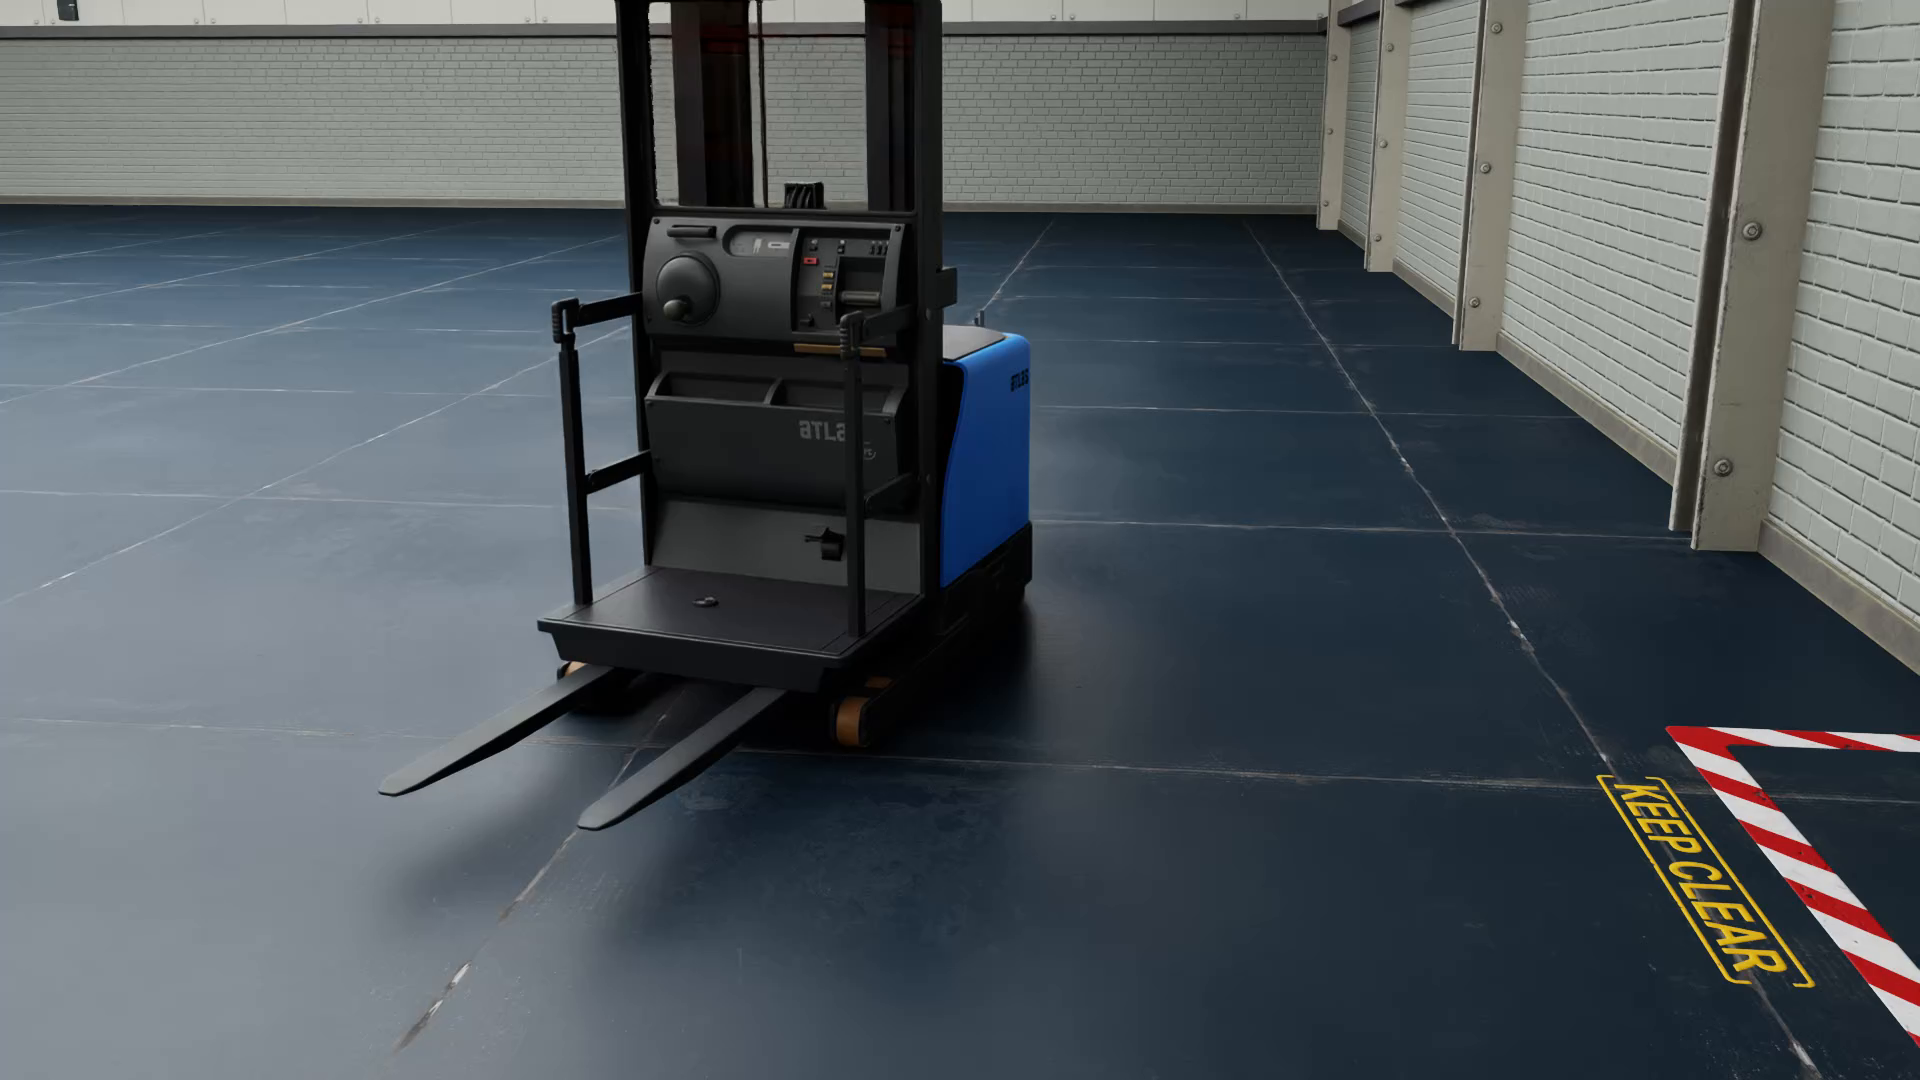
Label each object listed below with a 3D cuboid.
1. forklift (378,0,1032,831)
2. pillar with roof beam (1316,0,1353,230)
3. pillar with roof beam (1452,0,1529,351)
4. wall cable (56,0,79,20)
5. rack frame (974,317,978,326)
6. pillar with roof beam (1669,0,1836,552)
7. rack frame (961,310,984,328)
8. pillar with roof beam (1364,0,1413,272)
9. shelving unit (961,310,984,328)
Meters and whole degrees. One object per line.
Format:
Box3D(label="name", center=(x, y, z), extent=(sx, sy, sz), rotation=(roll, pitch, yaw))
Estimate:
Box3D(label="forklift", center=(-0.694, -0.880, 5.301), extent=(1.130, 2.935, 3.031), rotation=(5, 16, 20))
Box3D(label="pillar with roof beam", center=(1.241, -9.142, 24.233), extent=(9.100, 9.000, 0.400), rotation=(2, 15, 6))
Box3D(label="pillar with roof beam", center=(-0.113, -6.030, 12.723), extent=(9.100, 9.000, 0.400), rotation=(2, 15, 6))
Box3D(label="wall cable", center=(-14.703, -12.027, 28.384), extent=(2.305, 6.003, 0.169), rotation=(2, 15, 6))
Box3D(label="rack frame", center=(-0.020, -0.461, 7.357), extent=(0.200, 1.050, 0.008), rotation=(2, 15, 6))
Box3D(label="pillar with roof beam", center=(-0.790, -4.474, 6.968), extent=(9.100, 9.000, 0.400), rotation=(2, 15, 6))
Box3D(label="rack frame", center=(0.008, -0.525, 7.591), extent=(0.200, 1.050, 0.008), rotation=(2, 15, 6))
Box3D(label="pillar with roof beam", center=(0.564, -7.586, 18.478), extent=(9.100, 9.000, 0.400), rotation=(2, 15, 6))
Box3D(label="shelving unit", center=(-0.006, -0.493, 7.474), extent=(0.215, 1.050, 0.252), rotation=(2, 15, 6))
